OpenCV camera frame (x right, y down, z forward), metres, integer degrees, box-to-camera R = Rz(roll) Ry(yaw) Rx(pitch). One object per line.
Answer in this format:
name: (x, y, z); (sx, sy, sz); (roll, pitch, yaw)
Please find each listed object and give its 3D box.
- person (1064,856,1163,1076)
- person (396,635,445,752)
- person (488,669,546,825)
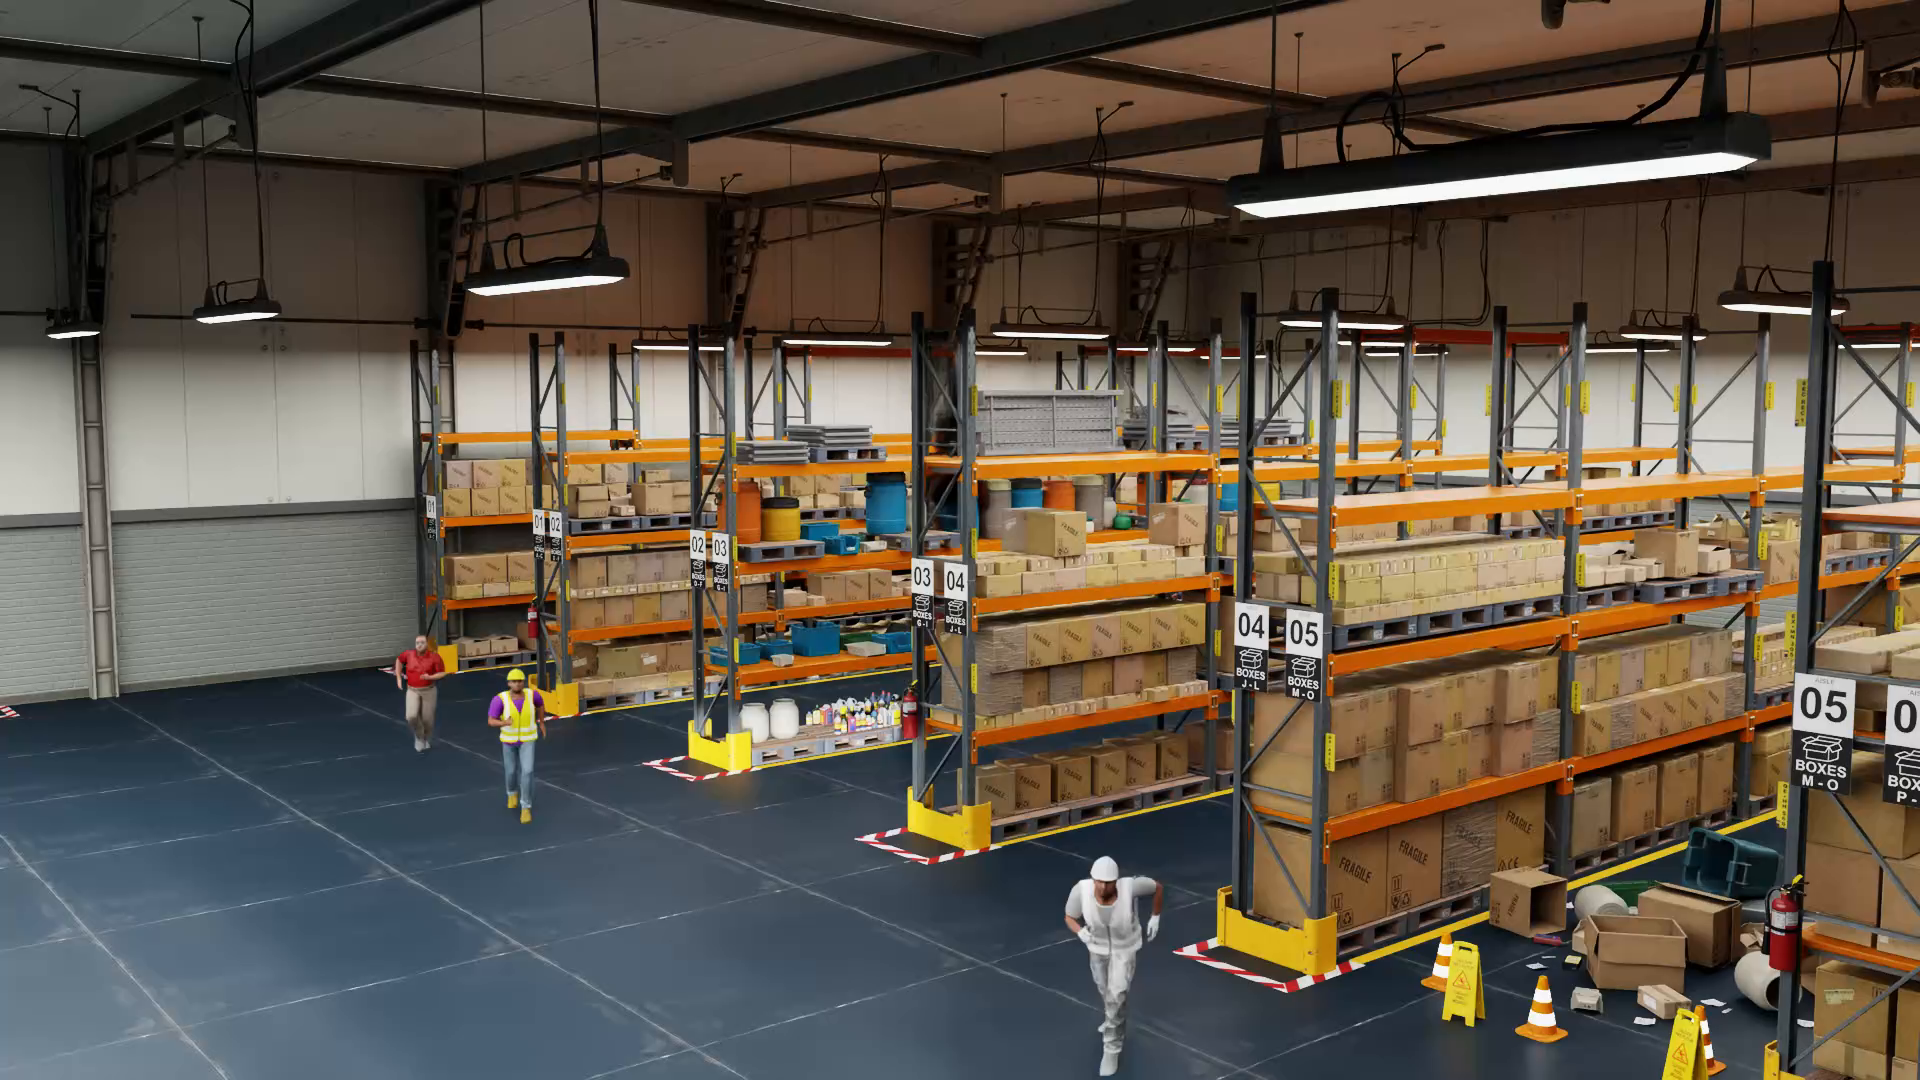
person: (1.184, 3.181, 12.746); (0.728, 1.724, 1.017); (1, 5, 14)
person: (-7.558, 2.157, 23.282); (0.700, 1.672, 0.793); (-1, 5, -9)
person: (-5.301, 2.424, 19.922); (0.681, 1.802, 0.897); (-2, 6, -17)
